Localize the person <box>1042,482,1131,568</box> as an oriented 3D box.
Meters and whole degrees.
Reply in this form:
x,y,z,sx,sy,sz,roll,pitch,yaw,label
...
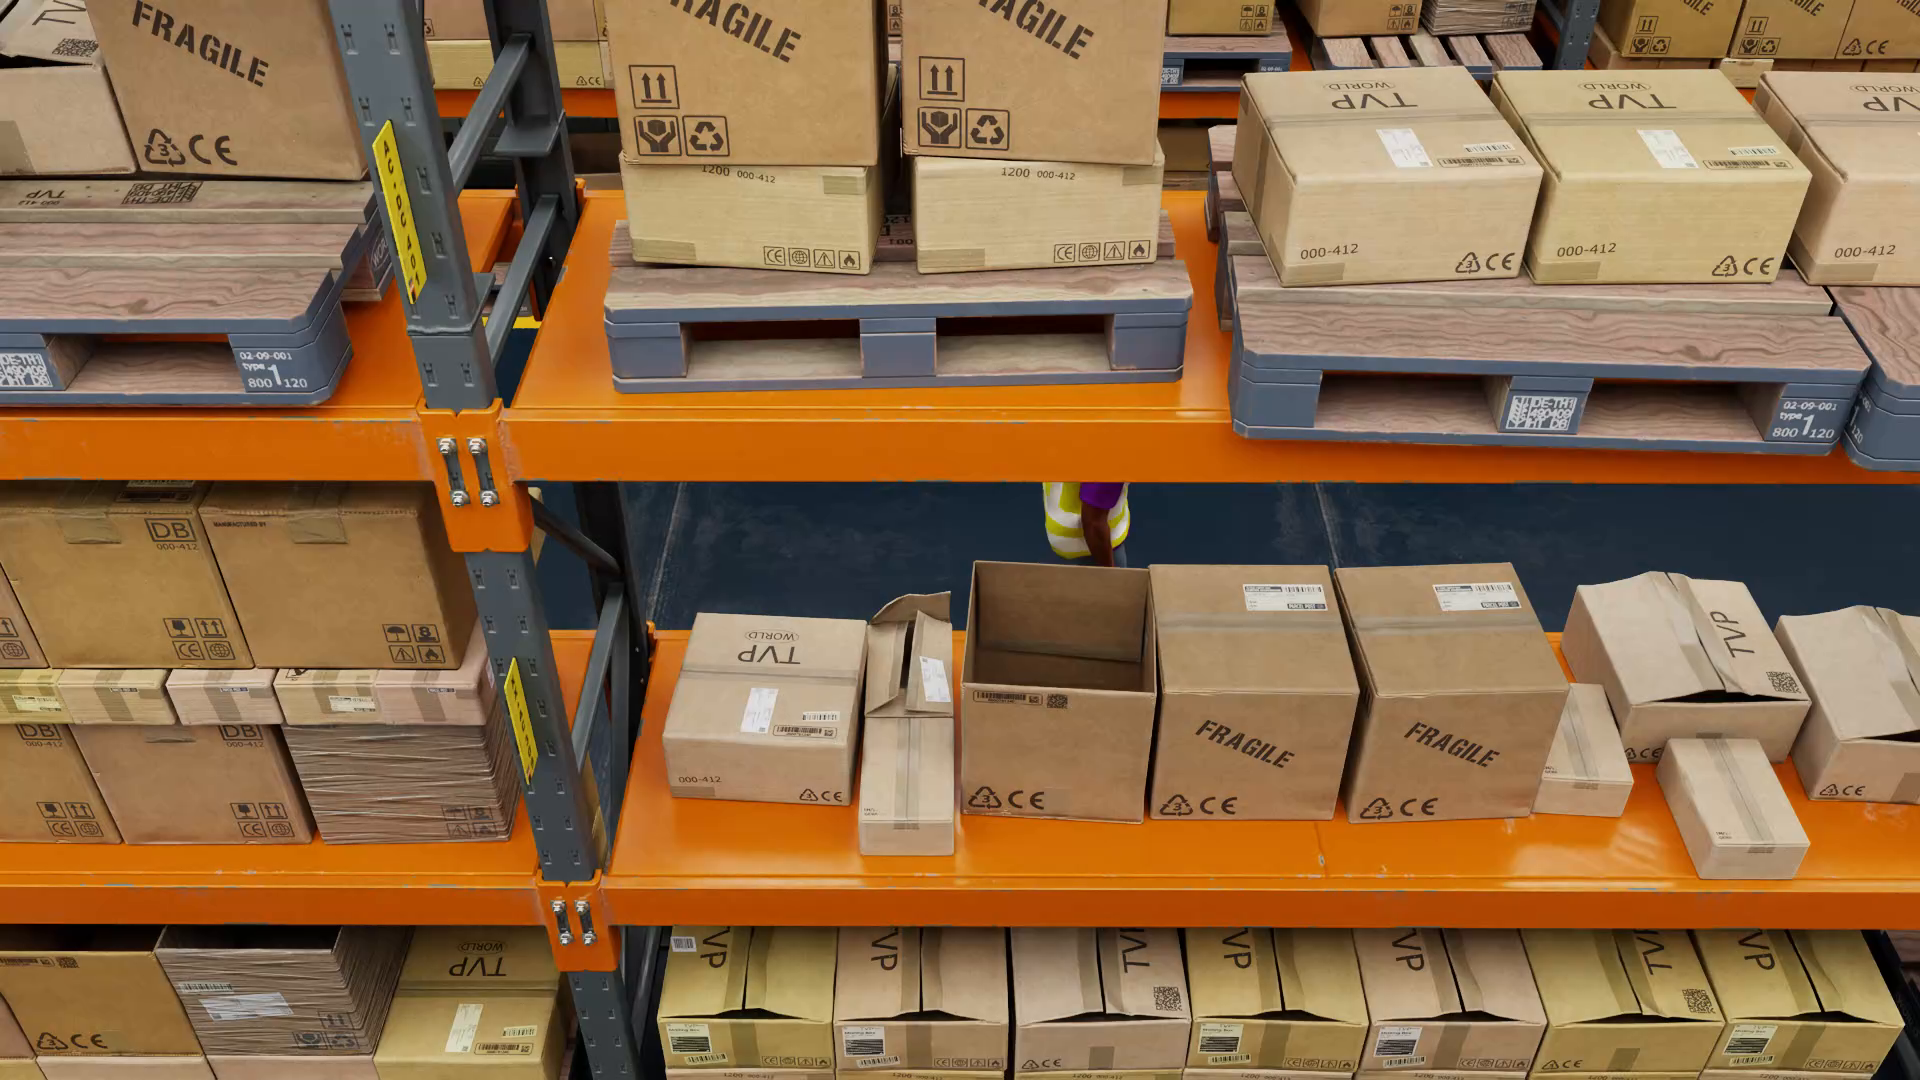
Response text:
x,y,z,sx,sy,sz,roll,pitch,yaw,label
0.534,-0.055,6.208,0.460,1.760,0.625,0,39,0,person
